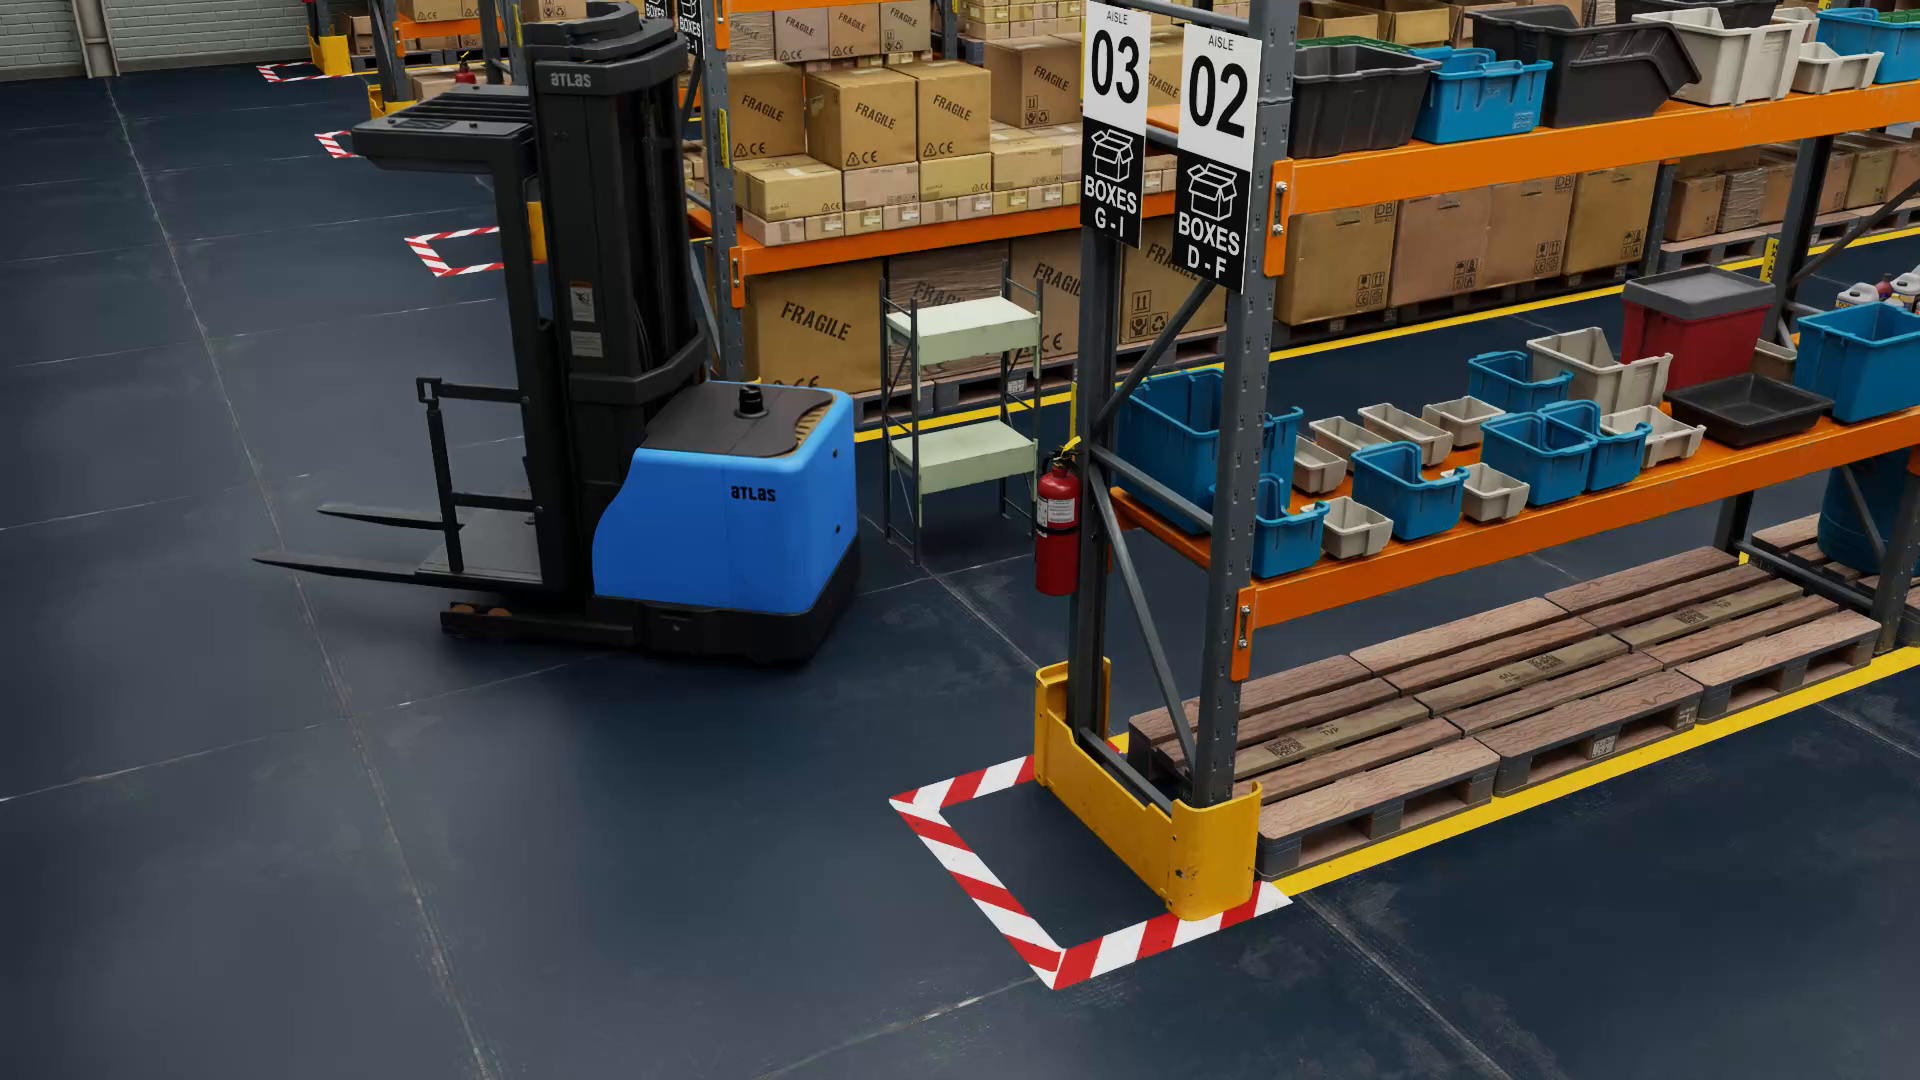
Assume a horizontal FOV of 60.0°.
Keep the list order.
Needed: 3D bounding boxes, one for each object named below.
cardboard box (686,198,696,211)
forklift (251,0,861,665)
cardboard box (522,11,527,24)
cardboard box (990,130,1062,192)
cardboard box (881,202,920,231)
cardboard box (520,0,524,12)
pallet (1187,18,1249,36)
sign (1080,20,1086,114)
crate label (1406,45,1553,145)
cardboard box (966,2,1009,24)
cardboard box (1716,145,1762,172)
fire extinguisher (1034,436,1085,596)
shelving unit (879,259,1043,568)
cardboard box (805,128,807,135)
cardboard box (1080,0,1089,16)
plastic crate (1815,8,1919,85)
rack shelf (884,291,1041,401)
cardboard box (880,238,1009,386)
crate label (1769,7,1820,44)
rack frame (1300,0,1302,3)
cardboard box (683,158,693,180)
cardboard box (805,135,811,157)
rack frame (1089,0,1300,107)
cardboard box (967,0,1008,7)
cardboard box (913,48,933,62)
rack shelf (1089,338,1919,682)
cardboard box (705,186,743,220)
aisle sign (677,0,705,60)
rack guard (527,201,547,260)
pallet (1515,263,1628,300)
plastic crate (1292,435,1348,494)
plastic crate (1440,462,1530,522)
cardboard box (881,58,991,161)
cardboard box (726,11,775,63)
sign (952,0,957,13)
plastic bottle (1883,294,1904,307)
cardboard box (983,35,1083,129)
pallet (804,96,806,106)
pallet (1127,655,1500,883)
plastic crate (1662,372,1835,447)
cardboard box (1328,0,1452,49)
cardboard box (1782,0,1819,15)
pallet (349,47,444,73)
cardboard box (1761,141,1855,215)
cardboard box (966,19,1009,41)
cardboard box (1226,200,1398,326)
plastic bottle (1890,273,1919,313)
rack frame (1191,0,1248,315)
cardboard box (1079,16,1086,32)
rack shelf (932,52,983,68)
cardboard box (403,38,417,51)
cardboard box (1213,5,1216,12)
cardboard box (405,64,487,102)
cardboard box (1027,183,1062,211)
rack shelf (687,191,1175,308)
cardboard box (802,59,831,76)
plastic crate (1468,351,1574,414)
[{"bbox_3d":[-2.542,-3.017,14.876,0.250,0.149,0.380,-13,28,-24],"label":"cardboard box"},{"bbox_3d":[-2.092,-1.034,8.017,3.031,2.935,1.130,5,26,11],"label":"forklift"},{"bbox_3d":[-3.565,-4.349,14.384,0.500,0.500,0.500,-12,28,-24],"label":"cardboard box"},{"bbox_3d":[0.313,-2.444,10.705,0.500,0.250,0.500,-14,29,-26],"label":"cardboard box"},{"bbox_3d":[-0.446,-2.057,10.359,0.250,0.149,0.380,-13,29,-26],"label":"cardboard box"},{"bbox_3d":[-3.554,-4.798,14.164,0.500,0.500,0.500,-14,29,-26],"label":"cardboard box"},{"bbox_3d":[2.640,-5.337,17.122,1.003,0.211,1.213,-13,29,-25],"label":"pallet"},{"bbox_3d":[0.462,-1.686,5.951,0.005,0.325,0.100,-13,29,-25],"label":"sign"},{"bbox_3d":[1.701,-1.524,5.664,0.502,0.251,0.408,-13,29,-25],"label":"crate label"},{"bbox_3d":[0.253,-4.910,15.472,0.250,0.149,0.380,-13,28,-24],"label":"cardboard box"},{"bbox_3d":[6.504,-3.364,14.304,0.500,0.250,0.500,-10,27,-19],"label":"cardboard box"},{"bbox_3d":[0.388,-0.114,6.541,0.183,0.674,0.296,-13,29,-25],"label":"fire extinguisher"},{"bbox_3d":[0.006,-0.677,8.928,0.755,1.500,0.431,-13,29,-25],"label":"shelving unit"},{"bbox_3d":[-1.403,-3.811,15.842,0.250,0.149,0.380,-14,29,-26],"label":"cardboard box"},{"bbox_3d":[1.174,-5.125,15.920,0.250,0.149,0.380,-12,28,-23],"label":"cardboard box"},{"bbox_3d":[3.611,-1.958,6.590,0.300,0.233,0.416,-13,29,-25],"label":"plastic crate"},{"bbox_3d":[0.006,-1.029,8.759,0.720,0.370,0.431,-13,29,-25],"label":"rack shelf"},{"bbox_3d":[-0.266,-1.643,11.176,0.875,0.875,0.875,-13,29,-25],"label":"cardboard box"},{"bbox_3d":[3.697,-2.233,7.273,0.466,0.136,0.293,-13,29,-25],"label":"crate label"},{"bbox_3d":[3.218,-5.610,17.468,0.127,3.000,1.000,-13,29,-25],"label":"rack frame"},{"bbox_3d":[-2.569,-3.316,14.812,0.250,0.149,0.380,-15,29,-28],"label":"cardboard box"},{"bbox_3d":[-0.845,-2.435,10.686,0.500,0.250,0.500,-14,29,-26],"label":"cardboard box"},{"bbox_3d":[0.735,-2.878,4.848,0.127,3.000,1.000,-13,29,-25],"label":"rack frame"},{"bbox_3d":[0.253,-5.044,15.407,0.250,0.149,0.380,-11,28,-22],"label":"cardboard box"},{"bbox_3d":[-0.453,-4.534,15.518,0.250,0.149,0.380,-13,29,-26],"label":"cardboard box"},{"bbox_3d":[2.500,-0.257,7.151,4.000,0.370,1.077,-13,29,-25],"label":"rack shelf"},{"bbox_3d":[-1.436,-2.150,10.554,0.250,0.149,0.380,-12,28,-24],"label":"cardboard box"},{"bbox_3d":[-1.518,-3.108,9.254,0.004,0.787,0.394,-13,29,-25],"label":"aisle sign"},{"bbox_3d":[-3.773,-2.869,14.648,0.348,0.500,1.175,-13,29,-25],"label":"rack guard"},{"bbox_3d":[4.732,-2.306,13.809,1.213,0.211,1.003,-13,29,-25],"label":"pallet"},{"bbox_3d":[1.369,-0.317,6.680,0.243,0.136,0.396,-13,29,-25],"label":"plastic crate"},{"bbox_3d":[2.028,-0.178,6.391,0.298,0.136,0.250,-13,29,-25],"label":"plastic crate"},{"bbox_3d":[-0.150,-2.674,10.317,0.500,0.500,0.500,-14,29,-26],"label":"cardboard box"},{"bbox_3d":[-1.969,-4.465,14.625,0.500,0.500,0.500,-14,29,-26],"label":"cardboard box"},{"bbox_3d":[-0.049,-4.979,15.155,0.005,0.325,0.100,-13,29,-25],"label":"sign"},{"bbox_3d":[4.696,-1.141,8.390,0.097,0.201,0.097,0,26,0],"label":"plastic bottle"},{"bbox_3d":[0.496,-3.080,11.162,0.500,0.500,0.500,-14,29,-27],"label":"cardboard box"},{"bbox_3d":[-2.084,-5.594,20.657,1.213,0.211,1.003,-13,29,-25],"label":"pallet"},{"bbox_3d":[1.481,0.930,7.069,1.213,0.211,1.003,-13,29,-25],"label":"pallet"},{"bbox_3d":[3.403,-0.561,7.201,0.590,0.125,0.437,-13,29,-25],"label":"plastic crate"},{"bbox_3d":[3.105,-3.646,12.104,0.637,0.503,0.797,-13,28,-25],"label":"cardboard box"},{"bbox_3d":[7.507,-4.357,14.254,0.637,0.503,0.797,-10,27,-20],"label":"cardboard box"},{"bbox_3d":[-7.828,-6.666,22.890,1.213,0.211,1.003,-13,29,-25],"label":"pallet"},{"bbox_3d":[7.518,-3.260,14.954,0.500,0.500,0.700,-16,30,-29],"label":"cardboard box"},{"bbox_3d":[0.253,-4.776,15.536,0.250,0.149,0.380,-14,29,-28],"label":"cardboard box"},{"bbox_3d":[2.489,-2.250,12.439,0.875,0.875,1.225,-13,29,-25],"label":"cardboard box"},{"bbox_3d":[4.782,-1.211,8.449,0.135,0.276,0.152,-13,29,-25],"label":"plastic bottle"},{"bbox_3d":[1.934,-2.880,11.783,0.127,3.000,1.000,-13,29,-25],"label":"rack frame"},{"bbox_3d":[1.164,-4.986,15.975,0.250,0.149,0.380,-14,29,-27],"label":"cardboard box"},{"bbox_3d":[1.454,-4.878,16.775,4.000,0.370,1.077,-13,29,-25],"label":"rack shelf"},{"bbox_3d":[-7.620,-6.809,22.775,0.250,0.149,0.380,-14,29,-27],"label":"cardboard box"},{"bbox_3d":[2.331,-5.258,16.540,0.250,0.149,0.380,-13,29,-26],"label":"cardboard box"},{"bbox_3d":[-5.724,-5.057,18.792,0.875,0.438,0.875,-14,29,-27],"label":"cardboard box"},{"bbox_3d":[0.460,-2.266,10.795,0.250,0.149,0.380,-13,28,-24],"label":"cardboard box"},{"bbox_3d":[0.169,-2.148,11.090,4.000,0.370,1.077,-13,29,-25],"label":"rack shelf"},{"bbox_3d":[-1.358,-4.299,15.028,0.250,0.149,0.380,-14,29,-27],"label":"cardboard box"},{"bbox_3d":[2.426,-0.642,7.245,0.300,0.233,0.416,-13,29,-25],"label":"plastic crate"}]
